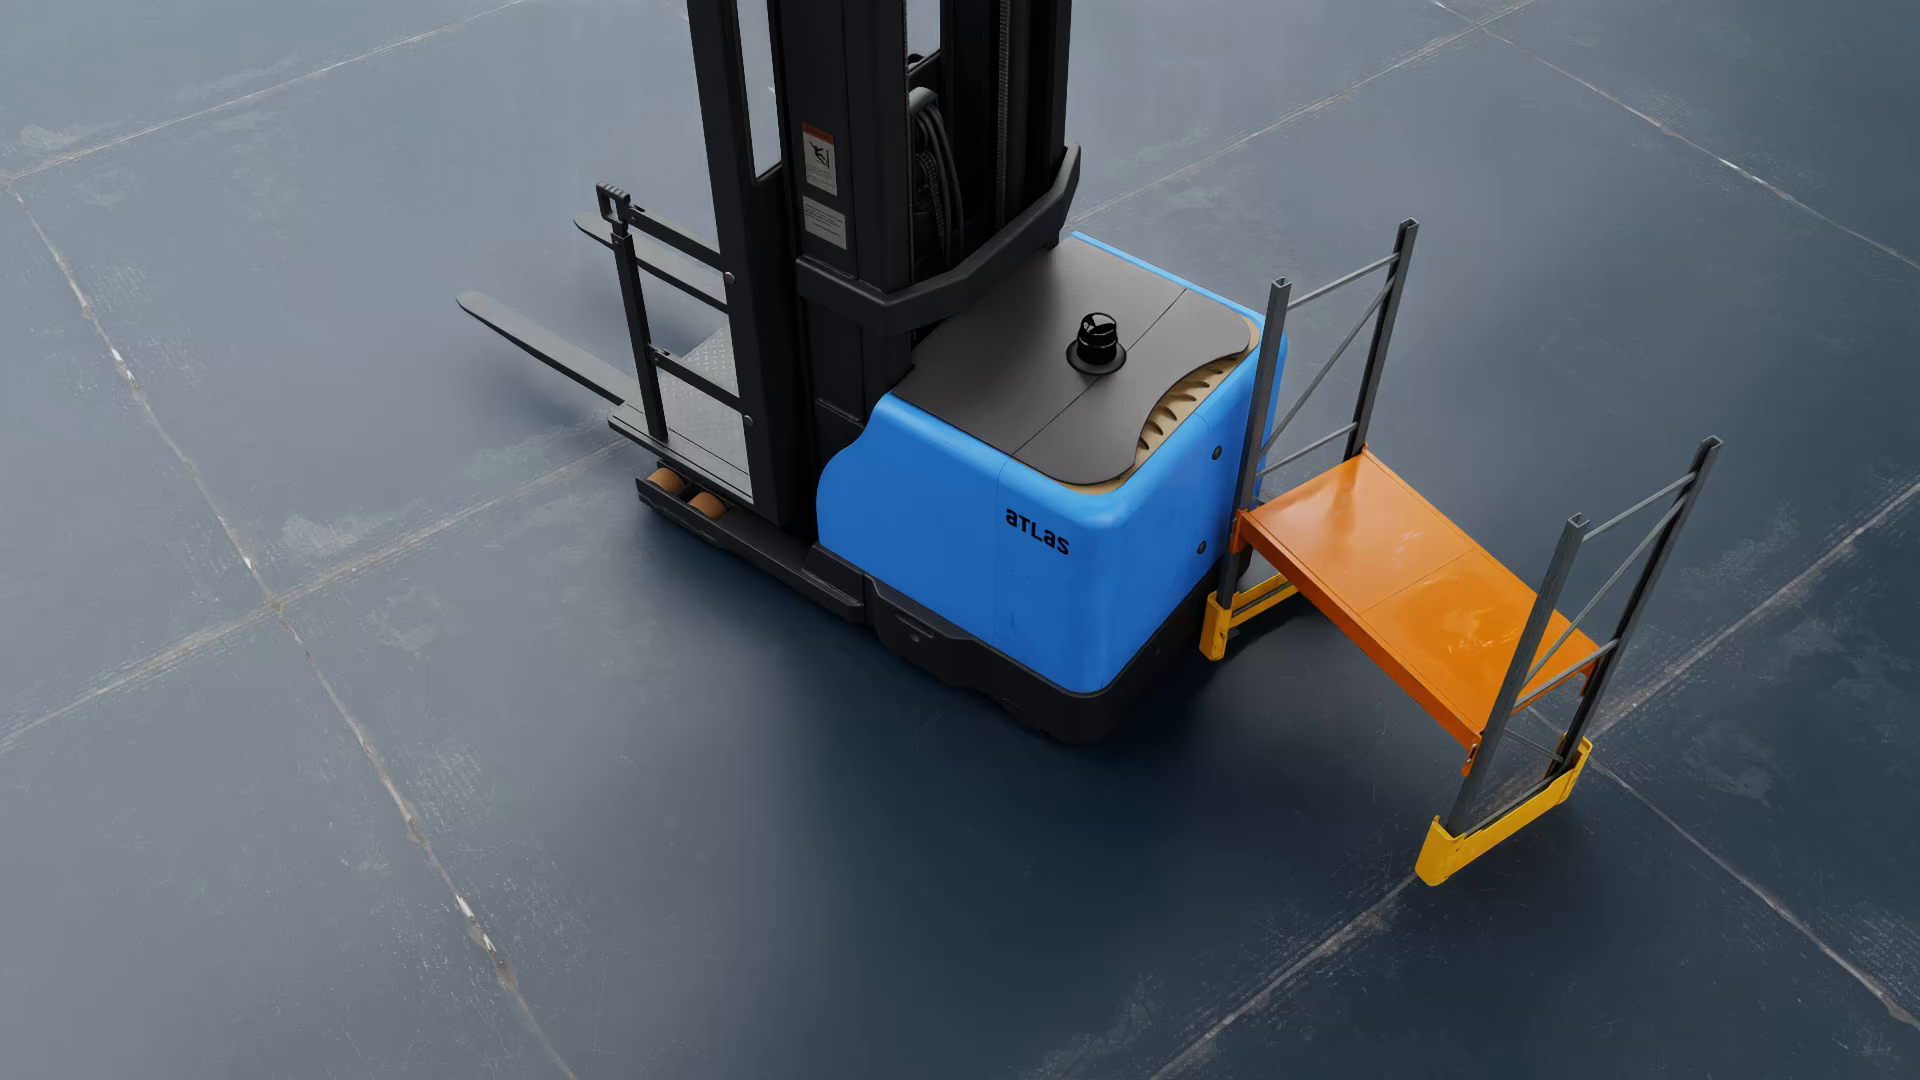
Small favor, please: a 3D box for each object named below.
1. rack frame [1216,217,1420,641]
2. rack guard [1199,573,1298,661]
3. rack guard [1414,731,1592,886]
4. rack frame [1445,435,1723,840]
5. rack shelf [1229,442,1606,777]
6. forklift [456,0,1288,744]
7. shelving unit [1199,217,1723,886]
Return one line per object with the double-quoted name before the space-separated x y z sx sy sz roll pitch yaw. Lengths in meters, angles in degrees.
"rack frame" 1.029 -0.263 4.976 0.500 1.500 0.032 -26 53 -22
"rack guard" 1.040 0.169 5.428 0.587 0.250 0.087 -26 53 -22
"rack guard" 1.591 0.784 4.871 0.587 0.250 0.087 -26 53 -22
"rack frame" 1.592 0.365 4.407 0.500 1.500 0.032 -26 53 -22
"rack shelf" 1.311 0.172 4.825 0.538 0.185 1.000 -26 53 -22
"forklift" -0.501 -1.267 4.920 3.031 2.935 1.130 29 54 24
"shelving unit" 1.316 0.057 4.686 0.587 1.500 1.083 -26 53 -22
